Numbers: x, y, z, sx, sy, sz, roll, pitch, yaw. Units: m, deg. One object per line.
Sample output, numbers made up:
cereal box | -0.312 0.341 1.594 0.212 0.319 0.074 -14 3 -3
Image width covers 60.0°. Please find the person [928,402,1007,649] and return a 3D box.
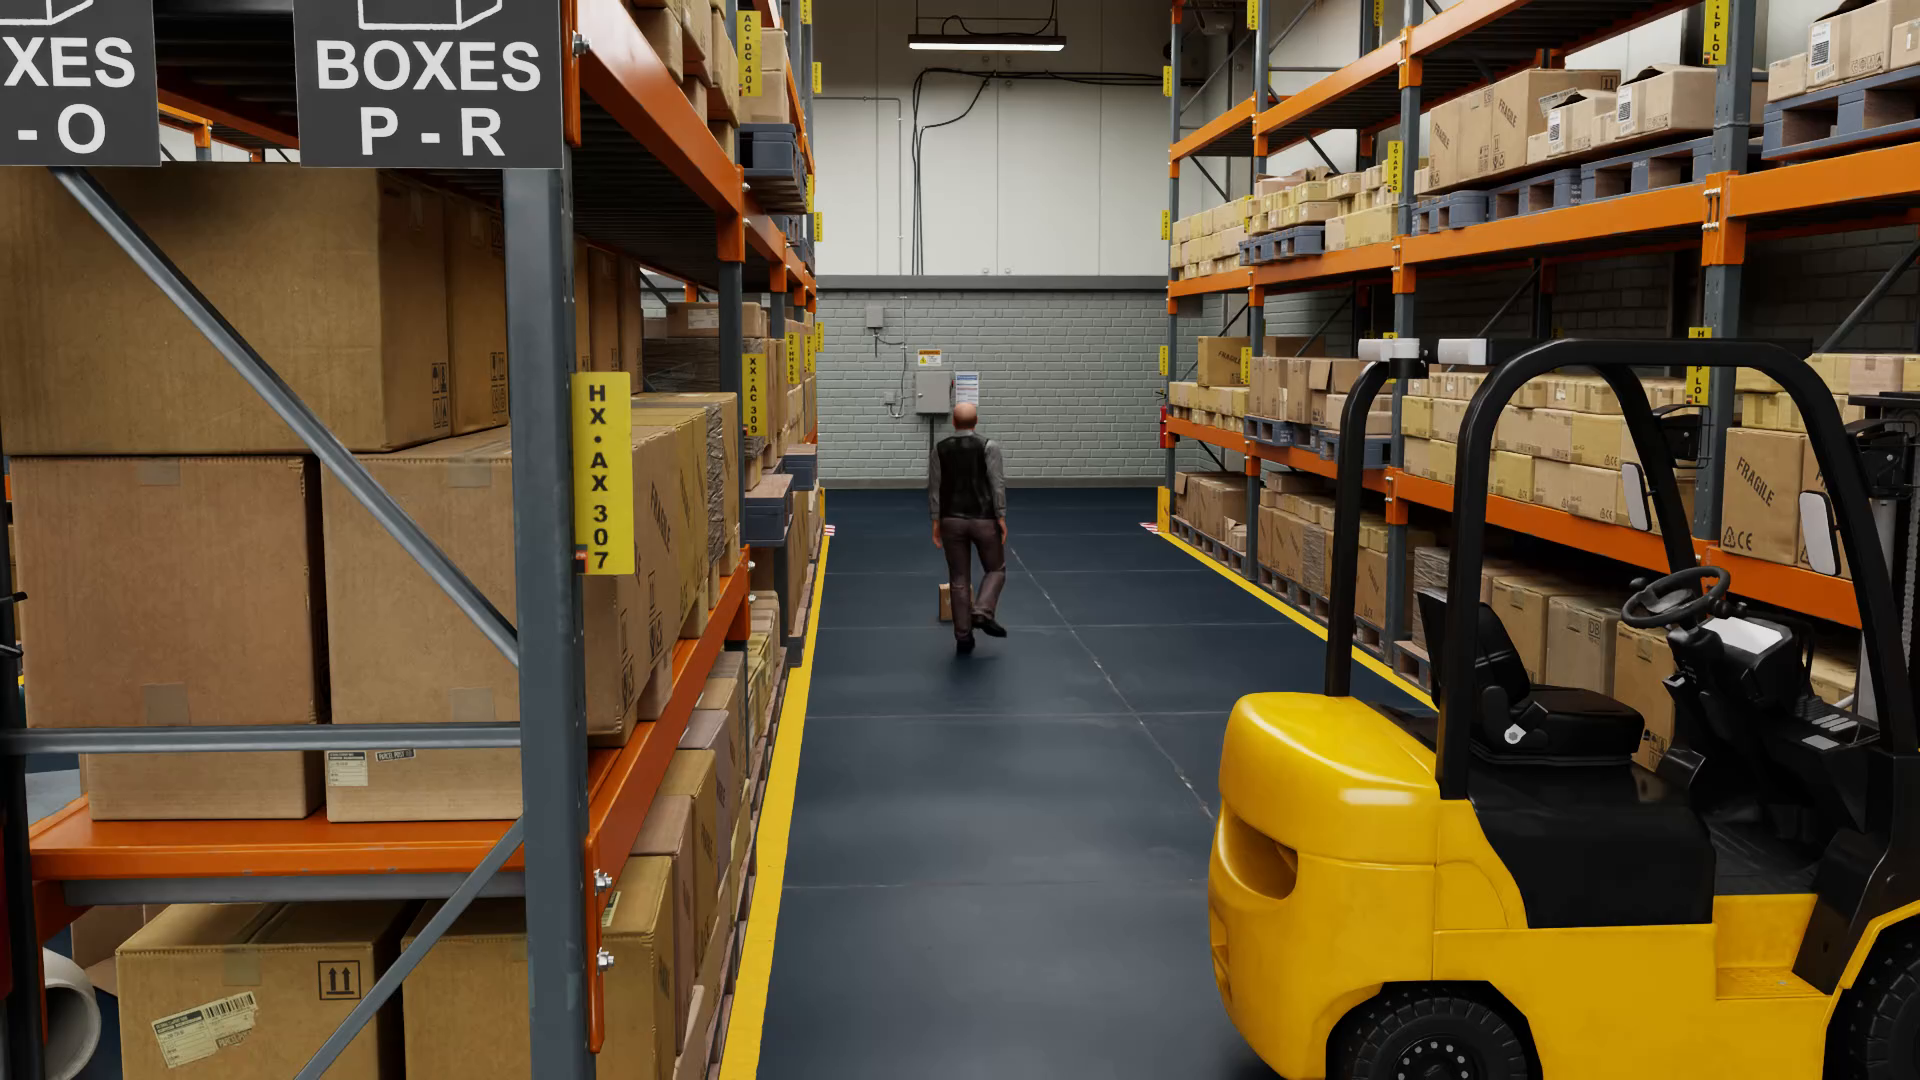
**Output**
person | 0.050 -0.096 11.599 0.581 1.721 0.504 1 7 11
